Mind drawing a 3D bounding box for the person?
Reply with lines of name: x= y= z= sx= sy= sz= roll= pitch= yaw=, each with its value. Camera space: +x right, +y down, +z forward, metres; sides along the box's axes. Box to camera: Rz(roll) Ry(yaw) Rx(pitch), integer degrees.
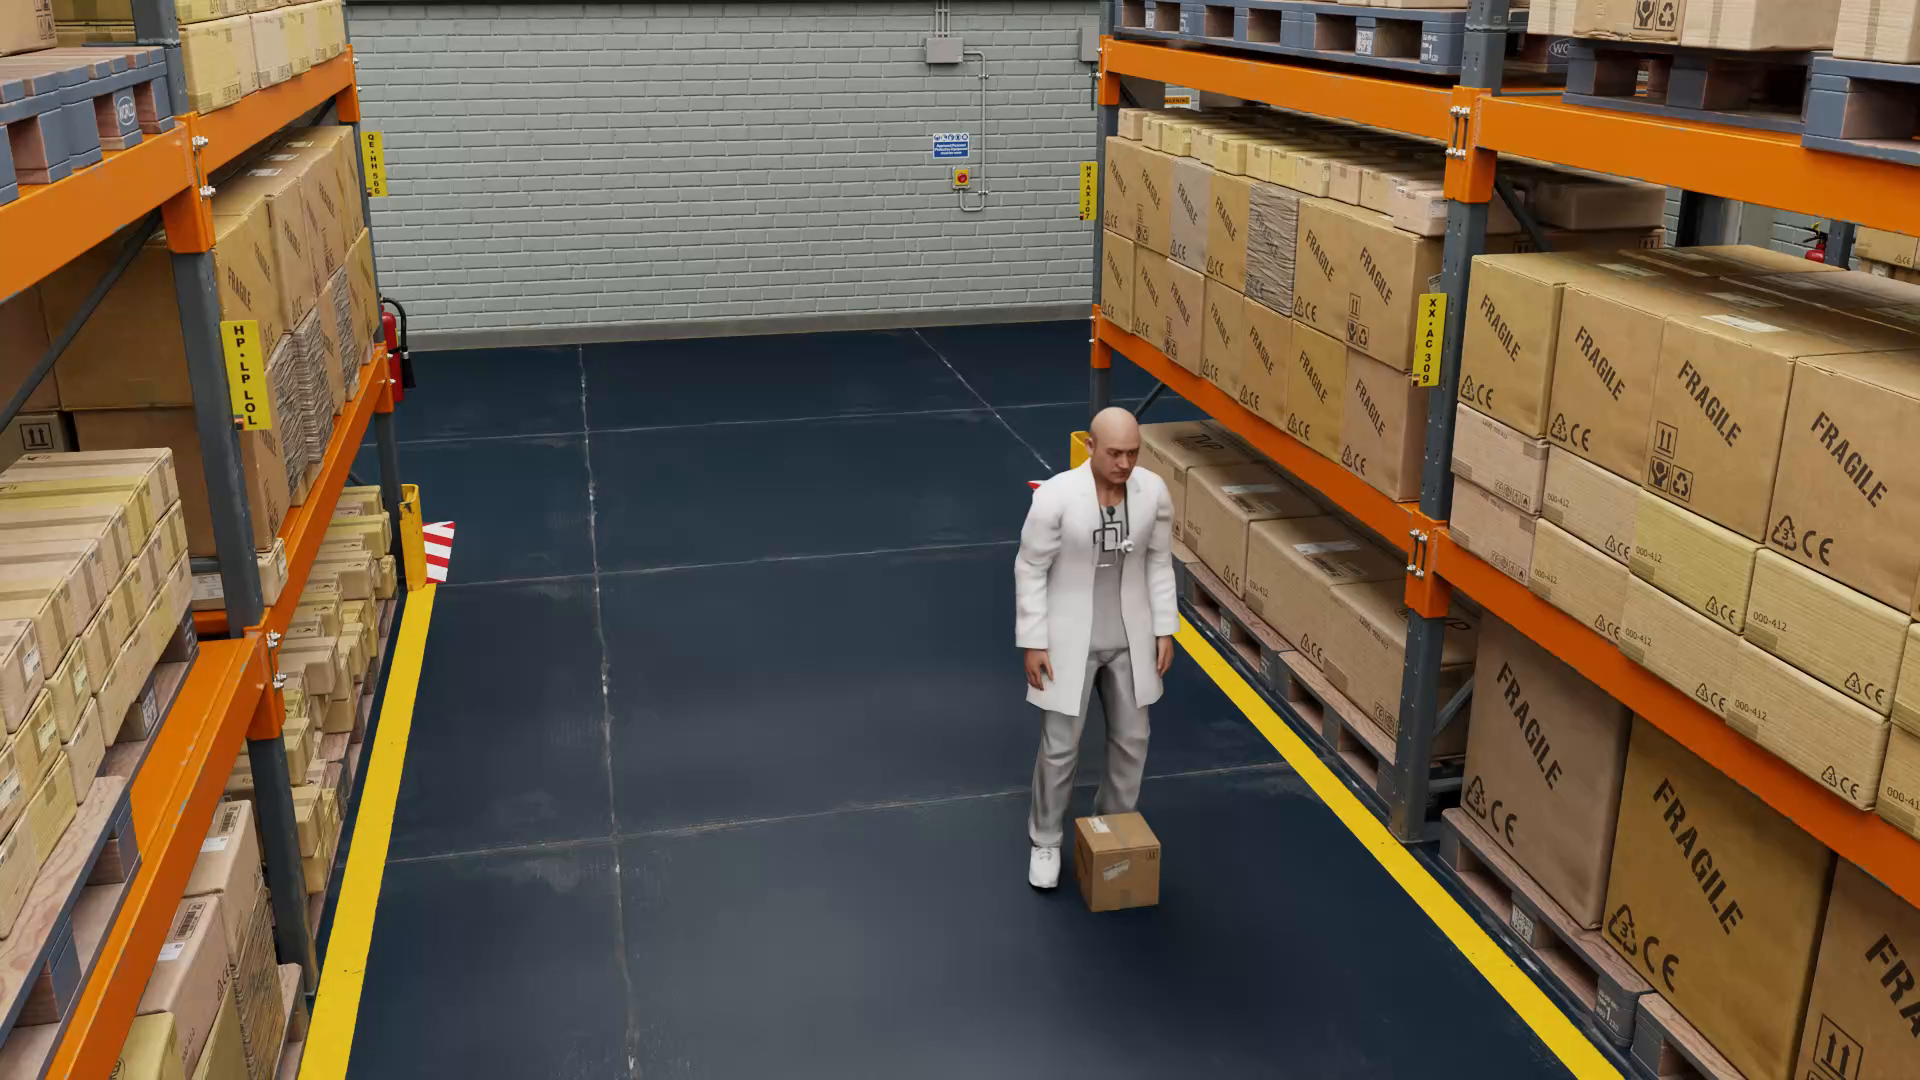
person: x=0.502 y=0.373 z=6.030 sx=0.628 sy=1.773 sz=0.427 roll=-5 pitch=20 yaw=-14
